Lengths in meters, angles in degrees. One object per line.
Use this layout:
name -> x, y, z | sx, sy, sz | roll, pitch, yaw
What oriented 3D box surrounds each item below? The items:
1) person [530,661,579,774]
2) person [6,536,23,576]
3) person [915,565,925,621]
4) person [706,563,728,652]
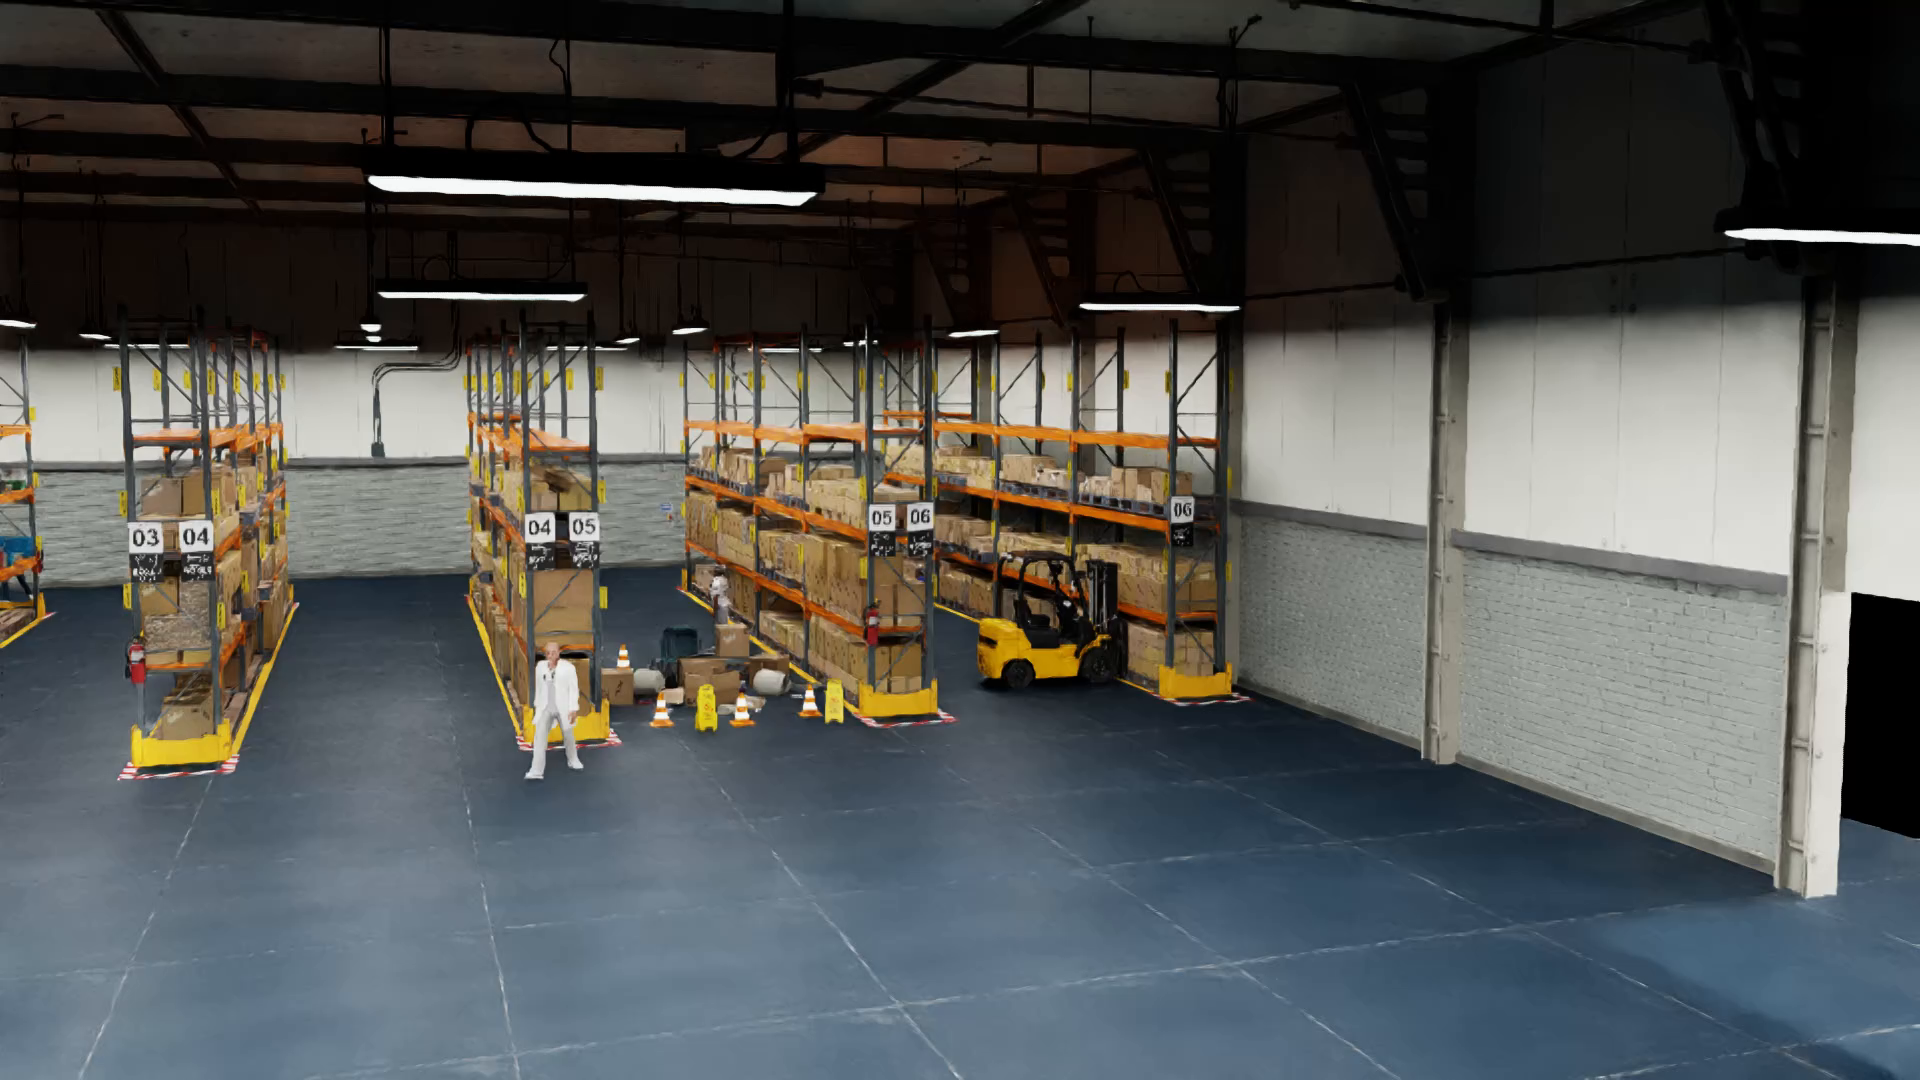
person -> -5.163, 2.214, 21.198 | 0.437, 1.444, 0.840 | 0, 5, 4
person -> -21.430, 0.415, 37.603 | 0.452, 0.806, 0.359 | 0, 5, 3
person -> -0.725, 0.955, 30.375 | 0.230, 0.998, 0.497 | 1, 6, 11
person -> -4.446, 1.265, 30.550 | 0.555, 1.660, 0.468 | 1, 5, 6
